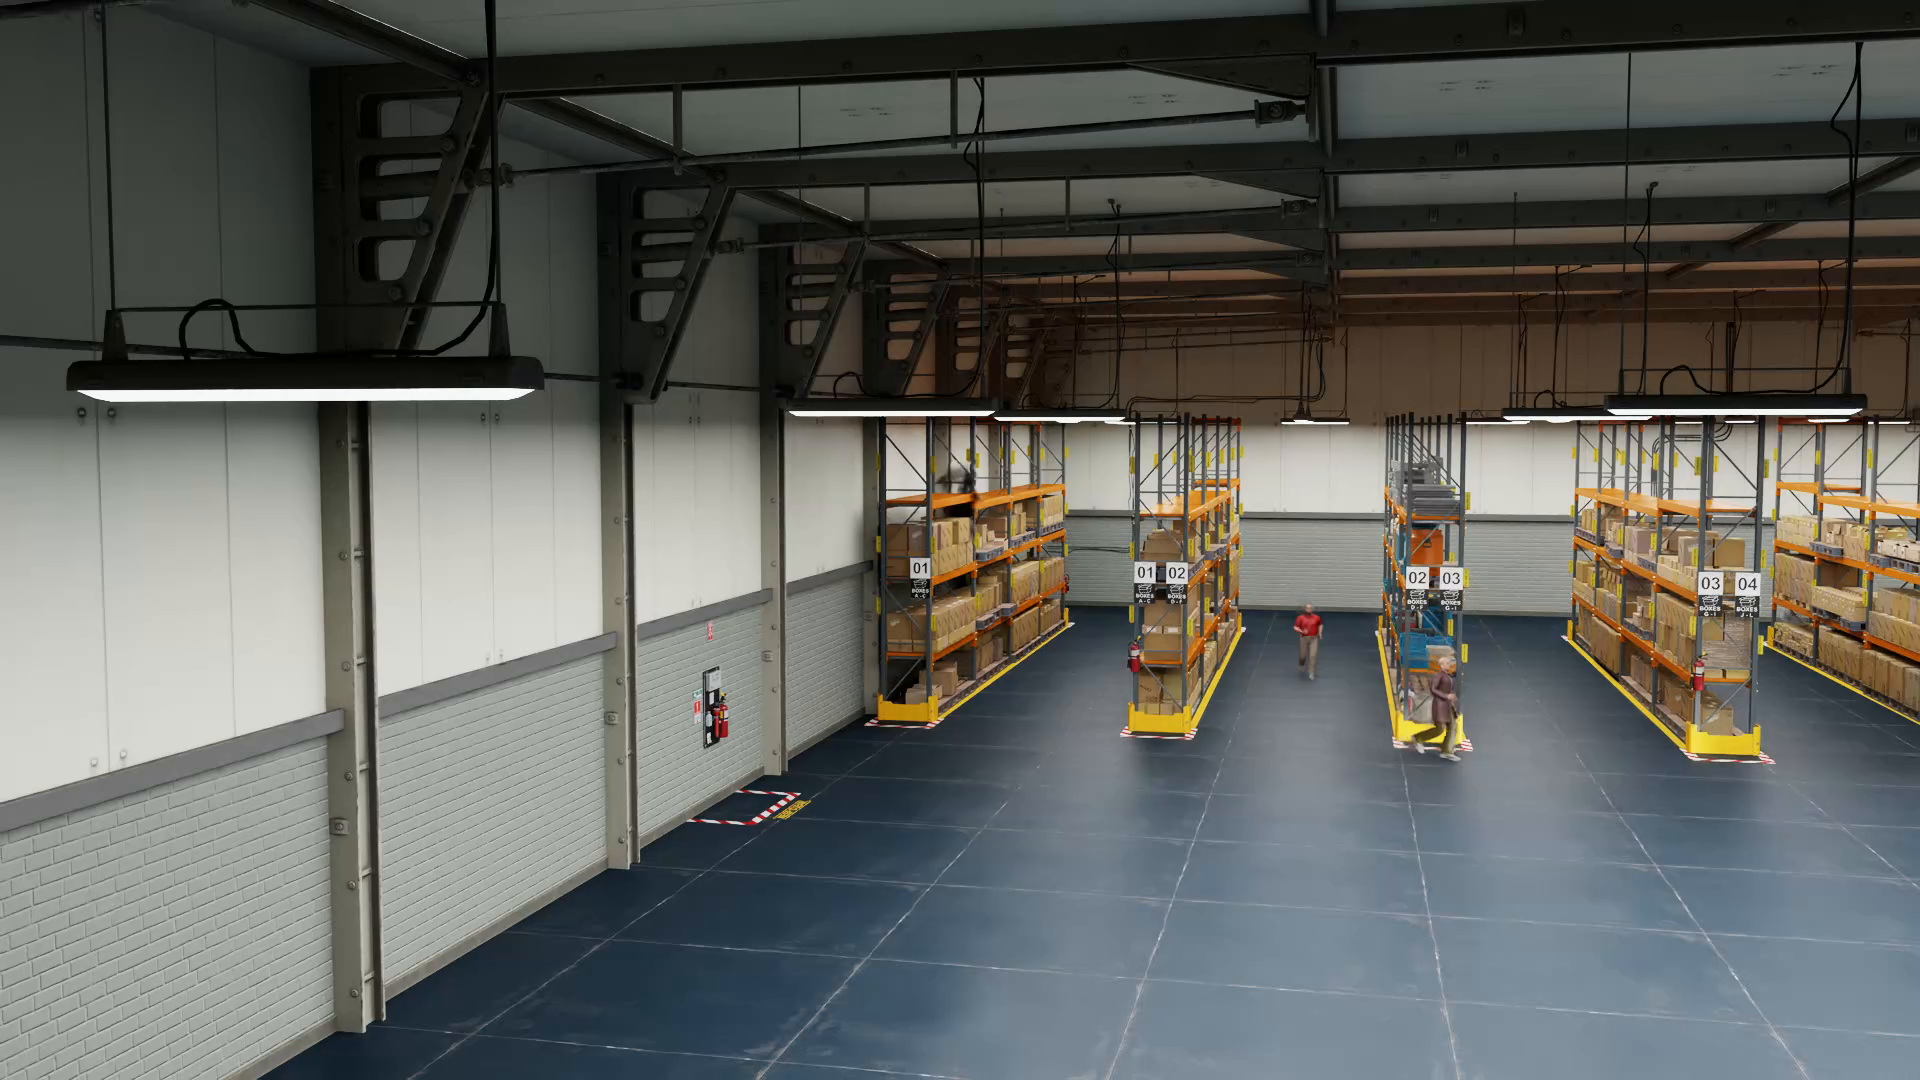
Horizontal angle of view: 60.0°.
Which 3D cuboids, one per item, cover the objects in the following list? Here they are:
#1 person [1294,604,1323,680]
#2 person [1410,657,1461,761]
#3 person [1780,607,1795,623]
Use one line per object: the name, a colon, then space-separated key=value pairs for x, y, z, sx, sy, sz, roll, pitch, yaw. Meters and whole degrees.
person: x=7.968 y=2.303 z=38.000 sx=0.676 sy=1.692 sz=0.860 roll=0 pitch=4 yaw=4
person: x=8.307 y=2.906 z=28.811 sx=0.880 sy=1.768 sz=0.724 roll=3 pitch=5 yaw=39
person: x=22.329 y=1.879 z=44.769 sx=0.479 sy=1.631 sz=0.658 roll=2 pitch=5 yaw=32
